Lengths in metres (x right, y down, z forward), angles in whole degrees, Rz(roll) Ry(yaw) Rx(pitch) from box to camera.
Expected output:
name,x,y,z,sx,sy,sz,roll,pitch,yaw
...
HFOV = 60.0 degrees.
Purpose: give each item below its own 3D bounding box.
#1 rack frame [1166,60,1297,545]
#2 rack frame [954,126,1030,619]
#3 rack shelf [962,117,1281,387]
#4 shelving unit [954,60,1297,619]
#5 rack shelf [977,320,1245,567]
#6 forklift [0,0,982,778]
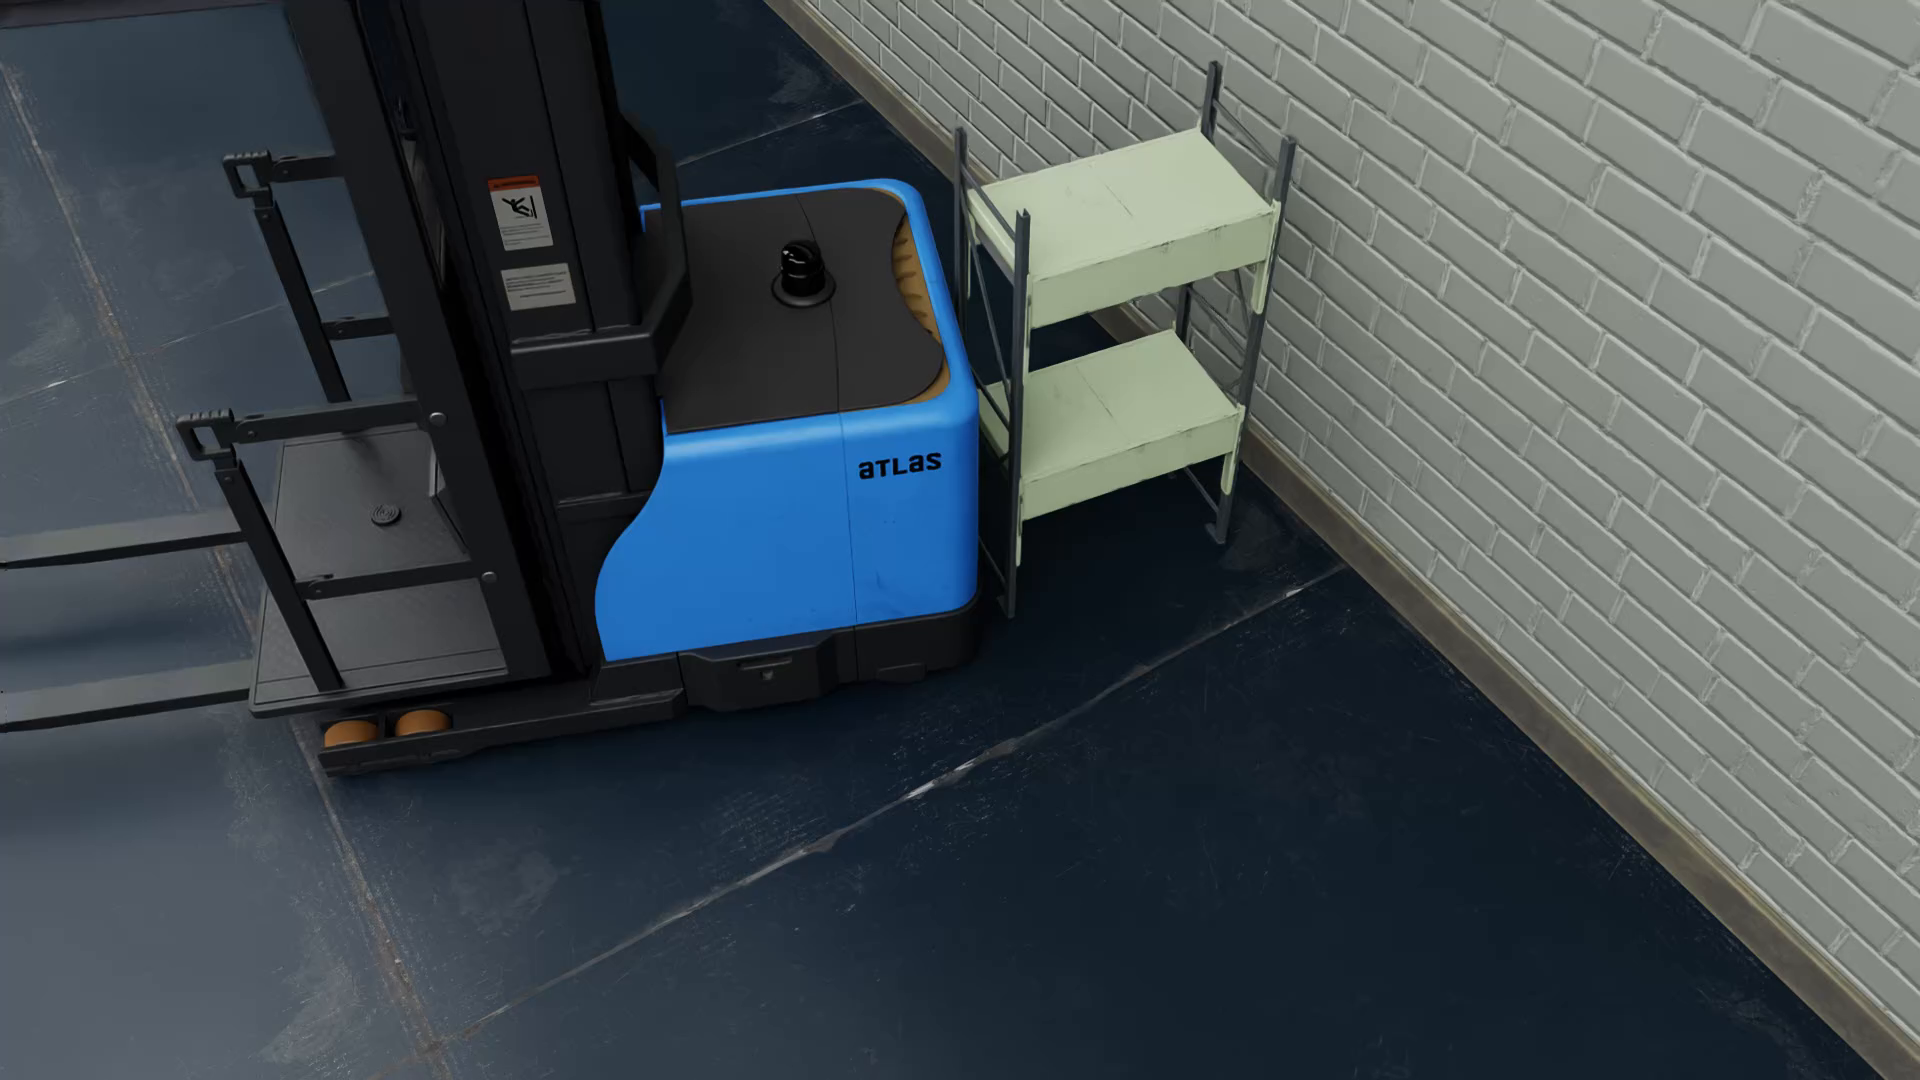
name,x,y,z,sx,sy,sz,roll,pitch,yaw
rack frame,0.744,-0.622,4.799,0.023,1.500,0.400,-18,51,-16
rack frame,0.075,-0.399,4.601,0.023,1.500,0.400,-18,51,-16
rack shelf,0.410,-0.770,4.409,0.720,0.370,0.431,-18,51,-16
shelving unit,0.410,-0.510,4.700,0.755,1.500,0.431,-18,51,-16
rack shelf,0.410,-0.293,4.944,0.720,0.370,0.431,-18,51,-16
forklift,-1.506,-0.748,3.953,3.031,2.935,1.130,-8,49,-7
